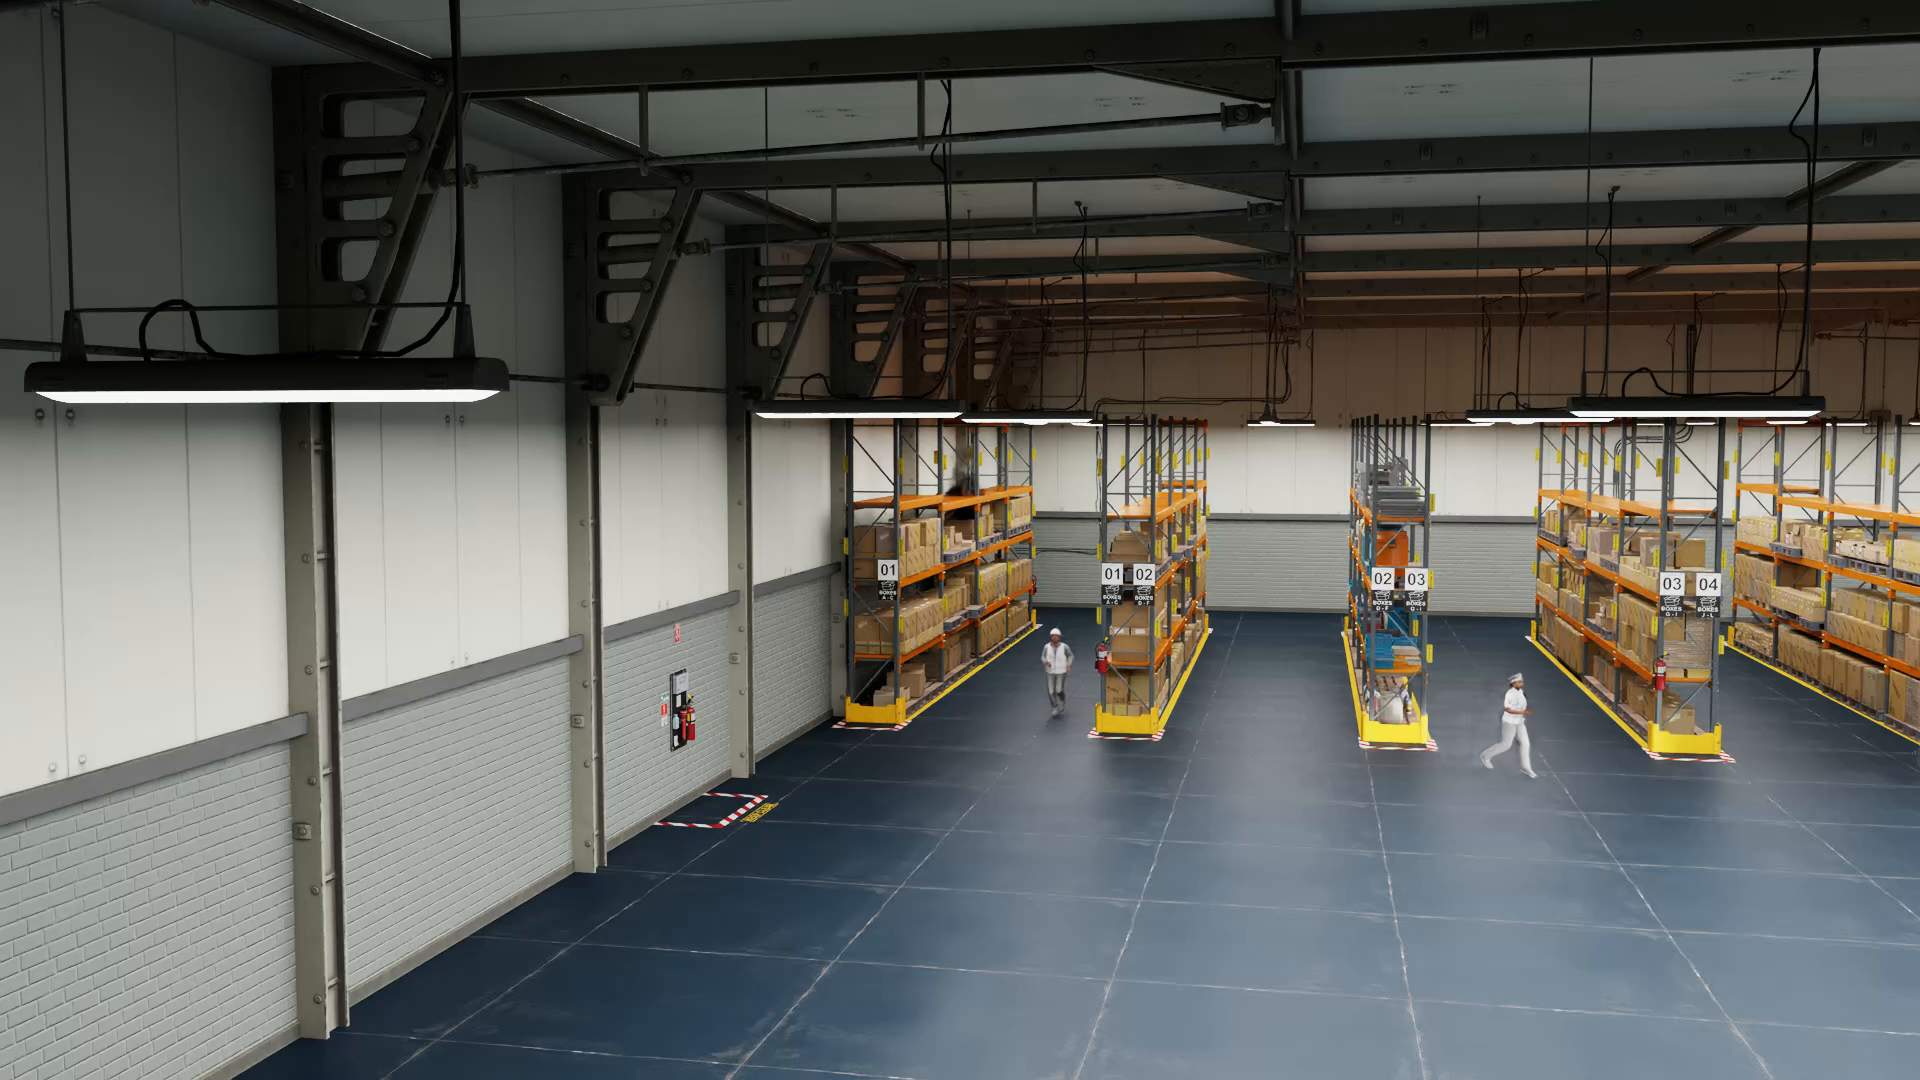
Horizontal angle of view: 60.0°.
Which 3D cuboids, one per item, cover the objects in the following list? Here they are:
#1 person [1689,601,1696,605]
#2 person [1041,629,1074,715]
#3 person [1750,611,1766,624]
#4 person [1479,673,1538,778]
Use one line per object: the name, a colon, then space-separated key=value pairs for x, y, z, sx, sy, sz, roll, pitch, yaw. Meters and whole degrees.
person: x=19.634 y=1.948 z=44.867 sx=0.496 sy=1.607 sz=0.633 roll=-1 pitch=4 yaw=-11
person: x=1.915 y=2.640 z=33.188 sx=0.645 sy=1.732 sz=0.592 roll=1 pitch=4 yaw=14
person: x=21.779 y=1.926 z=45.101 sx=0.628 sy=1.642 sz=0.753 roll=2 pitch=4 yaw=29
person: x=9.133 y=3.042 z=27.568 sx=0.588 sy=1.719 sz=0.935 roll=-4 pitch=5 yaw=-44
